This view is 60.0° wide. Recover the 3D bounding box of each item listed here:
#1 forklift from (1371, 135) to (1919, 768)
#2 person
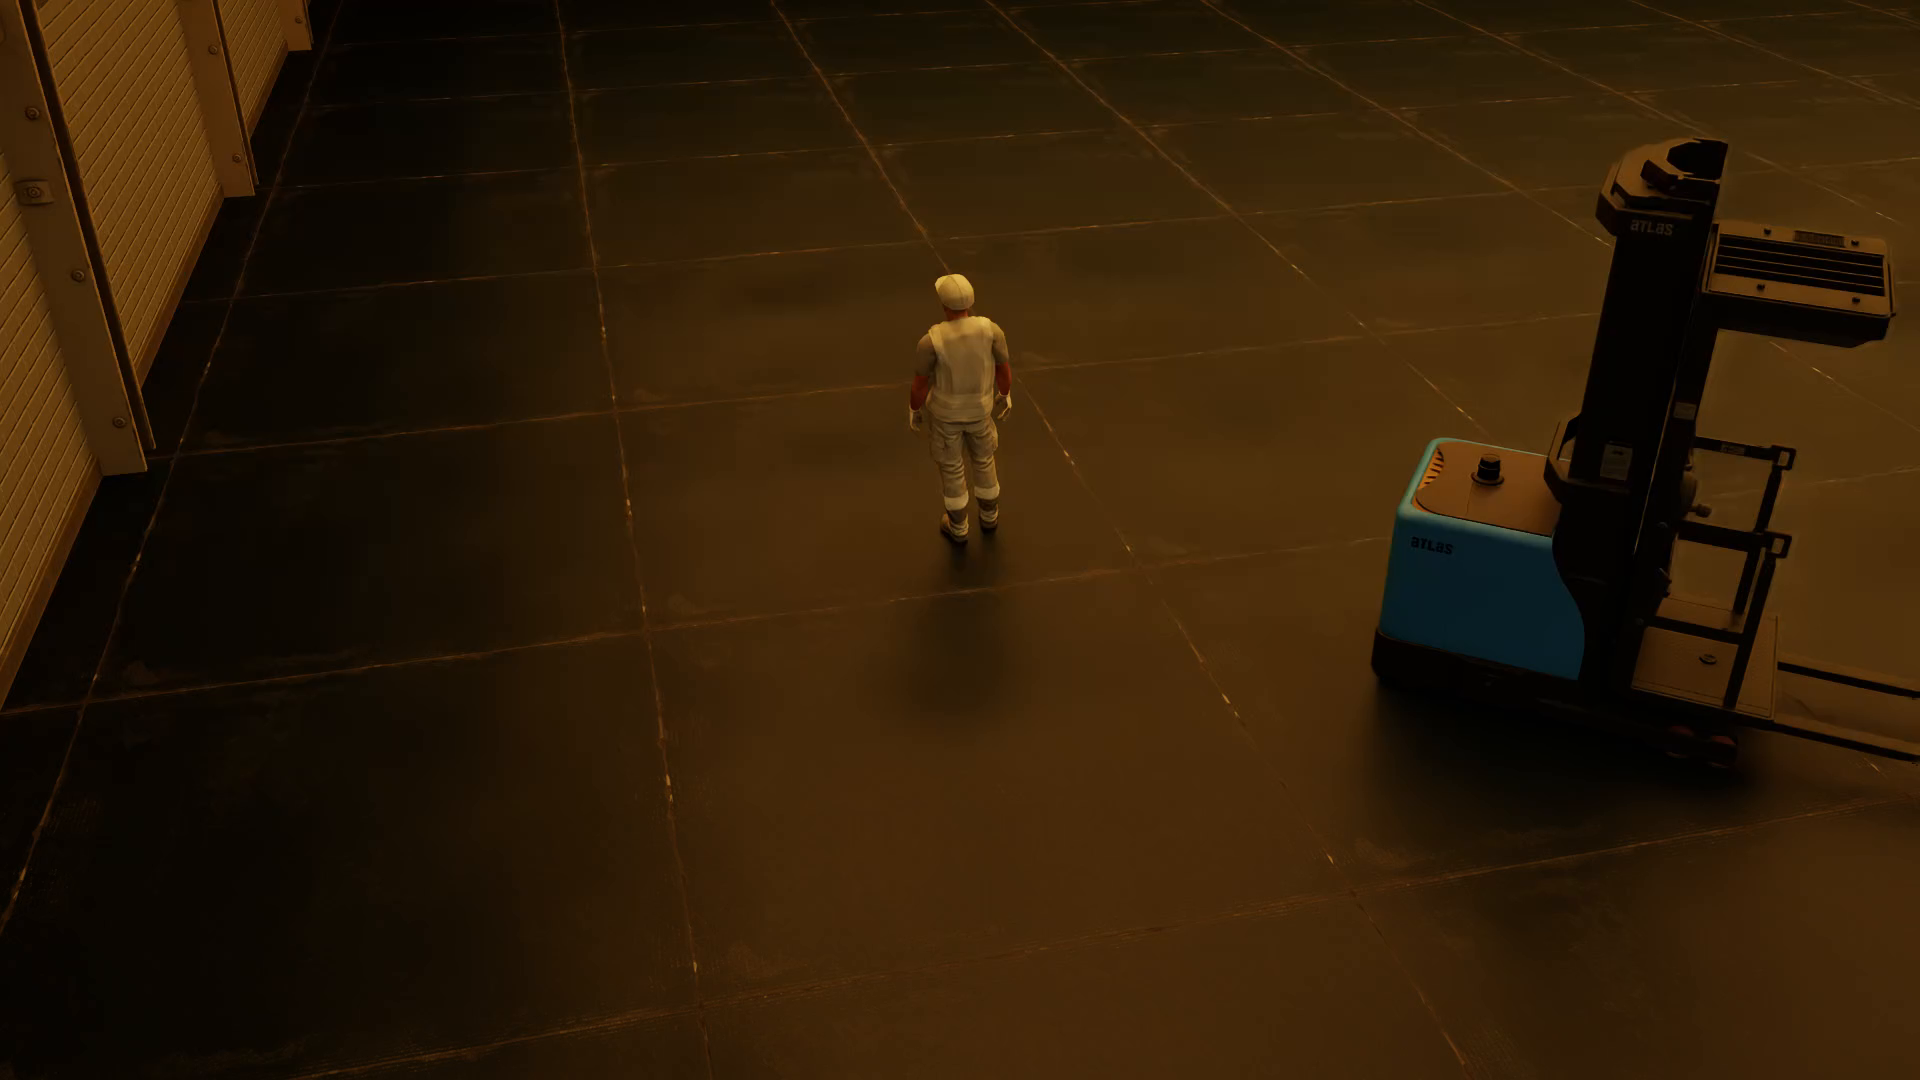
[{"bbox_3d":[3.826,-0.408,8.279,3.031,2.935,1.130,13,32,21],"label":"forklift"},{"bbox_3d":[-0.009,-0.821,10.119,0.638,1.789,0.562,-7,31,-12],"label":"person"}]
